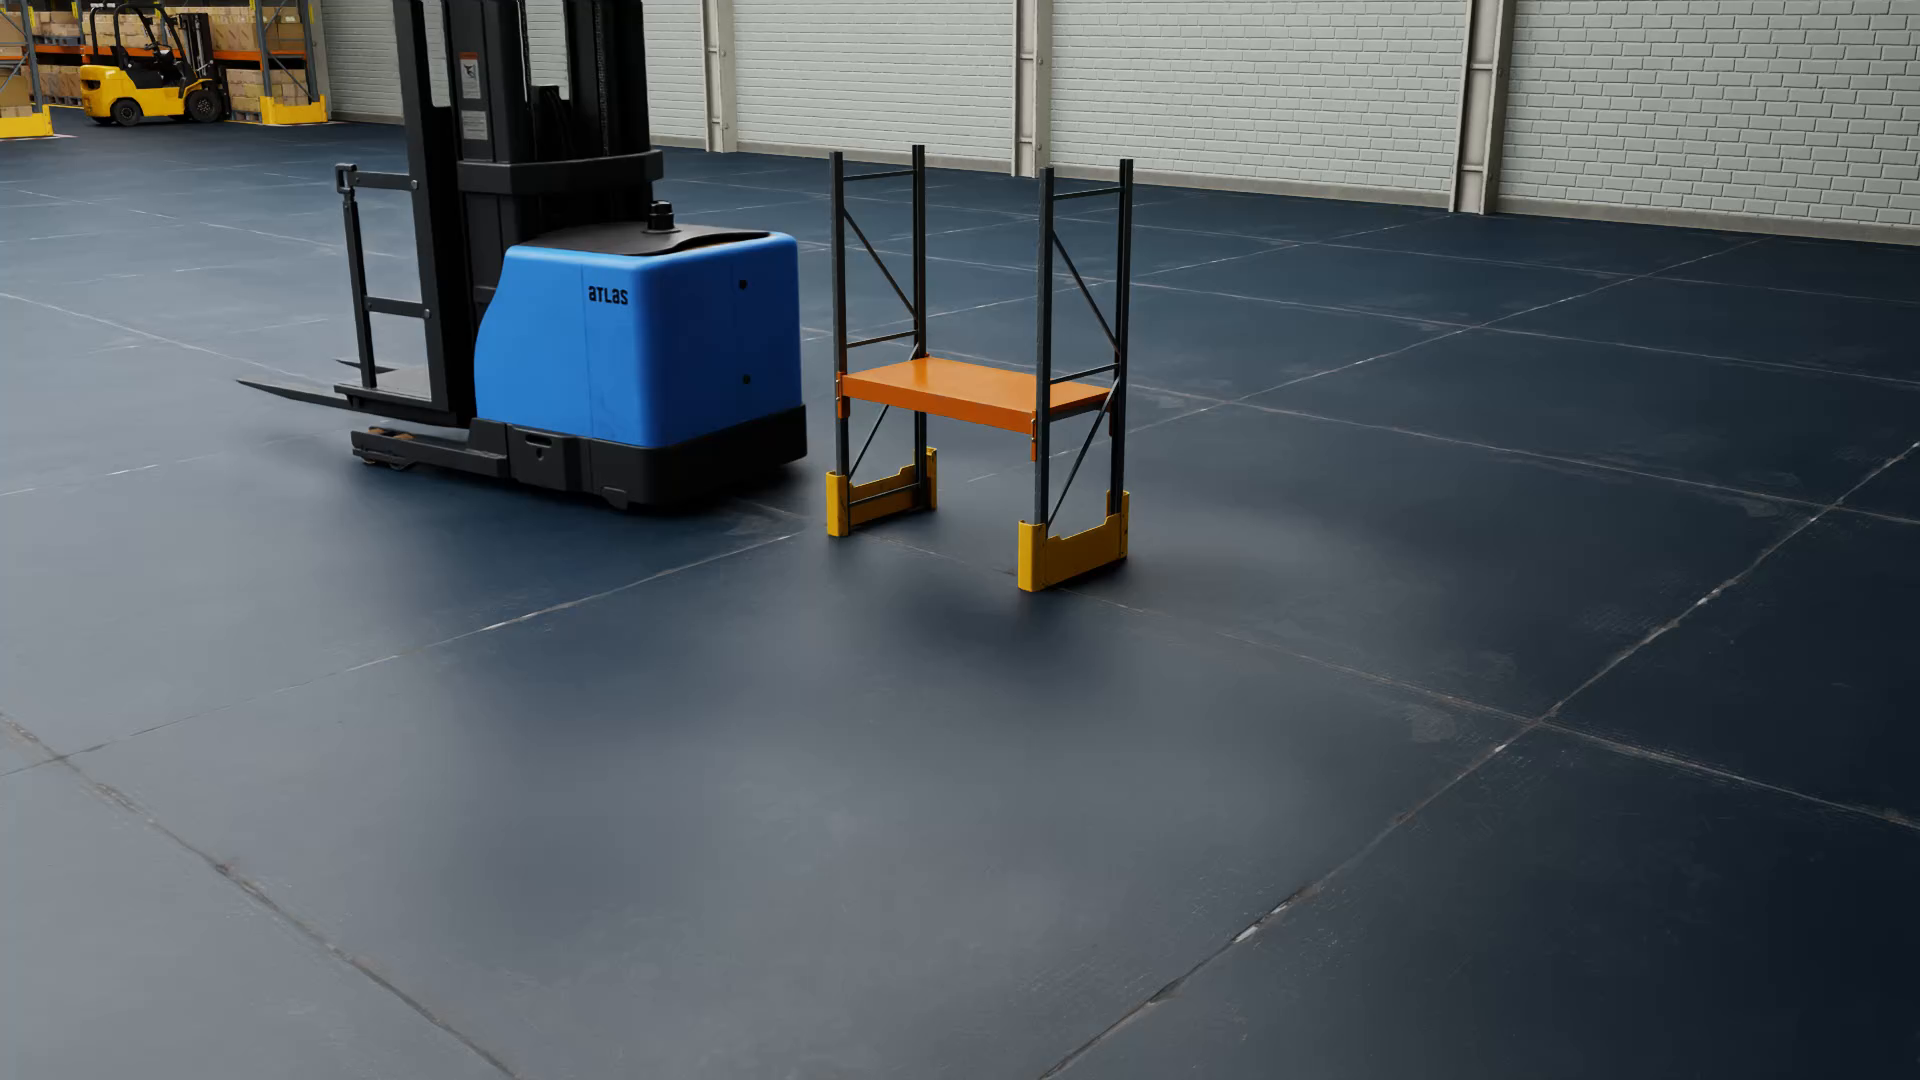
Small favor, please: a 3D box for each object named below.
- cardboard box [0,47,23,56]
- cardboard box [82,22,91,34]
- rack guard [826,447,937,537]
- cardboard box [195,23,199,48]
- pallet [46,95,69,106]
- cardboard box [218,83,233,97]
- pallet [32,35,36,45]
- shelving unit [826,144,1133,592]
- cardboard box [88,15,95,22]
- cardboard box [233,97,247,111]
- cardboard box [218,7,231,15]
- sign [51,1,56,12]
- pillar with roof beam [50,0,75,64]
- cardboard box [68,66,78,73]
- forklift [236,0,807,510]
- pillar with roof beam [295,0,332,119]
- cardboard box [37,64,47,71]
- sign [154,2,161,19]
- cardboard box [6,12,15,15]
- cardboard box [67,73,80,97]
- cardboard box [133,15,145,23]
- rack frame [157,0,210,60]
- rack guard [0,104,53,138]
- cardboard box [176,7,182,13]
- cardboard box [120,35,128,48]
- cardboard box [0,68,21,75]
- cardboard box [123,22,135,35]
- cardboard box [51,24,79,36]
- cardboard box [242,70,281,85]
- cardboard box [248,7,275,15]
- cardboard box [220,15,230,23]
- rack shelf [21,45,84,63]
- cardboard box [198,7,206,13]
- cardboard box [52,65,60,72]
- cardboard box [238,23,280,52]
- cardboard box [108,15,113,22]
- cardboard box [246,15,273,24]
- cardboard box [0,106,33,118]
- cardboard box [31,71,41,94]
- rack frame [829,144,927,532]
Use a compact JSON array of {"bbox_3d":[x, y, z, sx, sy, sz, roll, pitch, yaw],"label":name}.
[{"bbox_3d":[-16.045,-8.231,28.003,0.250,0.149,0.380,15,23,39],"label":"cardboard box"},{"bbox_3d":[-18.467,-10.982,35.679,0.500,0.250,0.500,15,23,39],"label":"cardboard box"},{"bbox_3d":[-0.315,-0.204,6.841,0.087,0.250,0.587,15,23,39],"label":"rack guard"},{"bbox_3d":[-14.690,-9.860,32.555,0.500,0.500,0.500,15,23,39],"label":"cardboard box"},{"bbox_3d":[-20.062,-10.040,37.898,1.213,0.211,1.003,15,23,39],"label":"pallet"},{"bbox_3d":[-13.976,-8.716,32.142,0.500,0.250,0.500,14,23,38],"label":"cardboard box"},{"bbox_3d":[-21.086,-11.492,38.181,1.213,0.211,1.003,15,23,39],"label":"pallet"},{"bbox_3d":[0.057,-0.700,6.337,1.083,1.500,0.587,15,23,39],"label":"shelving unit"},{"bbox_3d":[-18.377,-11.138,35.512,0.250,0.149,0.380,16,23,40],"label":"cardboard box"},{"bbox_3d":[-13.563,-8.374,31.890,0.500,0.250,0.500,15,23,39],"label":"cardboard box"},{"bbox_3d":[-13.868,-10.065,31.638,0.250,0.149,0.380,16,23,41],"label":"cardboard box"},{"bbox_3d":[-21.246,-12.447,38.959,0.005,0.325,0.100,15,23,39],"label":"sign"},{"bbox_3d":[-24.392,-13.998,35.842,0.400,9.000,9.100,15,23,39],"label":"pillar with roof beam"},{"bbox_3d":[-19.550,-10.436,36.902,0.250,0.149,0.380,14,22,37],"label":"cardboard box"},{"bbox_3d":[-2.219,-1.838,7.559,3.031,2.935,1.130,11,21,31],"label":"forklift"},{"bbox_3d":[-15.416,-11.588,28.250,0.400,9.000,9.100,15,23,39],"label":"pillar with roof beam"},{"bbox_3d":[-21.062,-10.867,38.261,0.250,0.149,0.380,14,22,36],"label":"cardboard box"},{"bbox_3d":[-15.981,-10.552,33.118,0.005,0.325,0.100,15,23,39],"label":"sign"},{"bbox_3d":[-21.398,-11.869,38.192,0.500,0.500,0.700,16,23,41],"label":"cardboard box"},{"bbox_3d":[-19.446,-10.113,36.958,0.500,0.500,0.500,15,23,38],"label":"cardboard box"},{"bbox_3d":[-16.669,-10.669,34.034,0.250,0.149,0.380,14,22,38],"label":"cardboard box"},{"bbox_3d":[-15.628,-10.162,33.674,0.127,3.000,1.000,15,23,39],"label":"rack frame"},{"bbox_3d":[-15.985,-7.059,28.029,0.348,0.500,1.175,15,23,39],"label":"rack guard"},{"bbox_3d":[-15.319,-10.502,33.014,0.250,0.149,0.380,15,23,40],"label":"cardboard box"},{"bbox_3d":[-17.301,-10.441,34.801,0.500,0.250,0.500,16,24,41],"label":"cardboard box"},{"bbox_3d":[-22.819,-11.047,39.901,0.500,0.500,0.700,14,22,37],"label":"cardboard box"},{"bbox_3d":[-16.933,-10.576,34.398,0.500,0.250,0.500,16,23,40],"label":"cardboard box"},{"bbox_3d":[-19.624,-11.233,36.601,0.500,0.250,0.500,14,22,37],"label":"cardboard box"},{"bbox_3d":[-13.188,-8.747,31.414,0.500,0.250,0.500,16,24,41],"label":"cardboard box"},{"bbox_3d":[-13.044,-9.882,31.062,0.250,0.149,0.380,15,23,39],"label":"cardboard box"},{"bbox_3d":[-13.855,-9.928,31.699,0.250,0.149,0.380,14,22,38],"label":"cardboard box"},{"bbox_3d":[-20.116,-11.024,37.579,4.000,0.370,1.077,15,23,39],"label":"rack shelf"},{"bbox_3d":[-14.571,-10.289,32.344,0.250,0.149,0.380,15,23,39],"label":"cardboard box"},{"bbox_3d":[-20.281,-10.659,37.604,0.250,0.149,0.380,15,23,39],"label":"cardboard box"},{"bbox_3d":[-13.179,-9.446,31.253,0.500,0.500,0.500,14,23,38],"label":"cardboard box"},{"bbox_3d":[-17.605,-10.935,34.871,0.250,0.149,0.380,16,23,40],"label":"cardboard box"},{"bbox_3d":[-13.082,-9.722,31.050,0.250,0.149,0.380,15,23,40],"label":"cardboard box"},{"bbox_3d":[-16.348,-7.350,28.663,0.500,0.250,0.500,15,23,39],"label":"cardboard box"},{"bbox_3d":[-20.995,-10.525,38.254,0.500,0.500,0.500,15,23,39],"label":"cardboard box"},{"bbox_3d":[-0.316,-0.800,6.652,0.032,1.500,0.500,15,23,39],"label":"rack frame"}]
